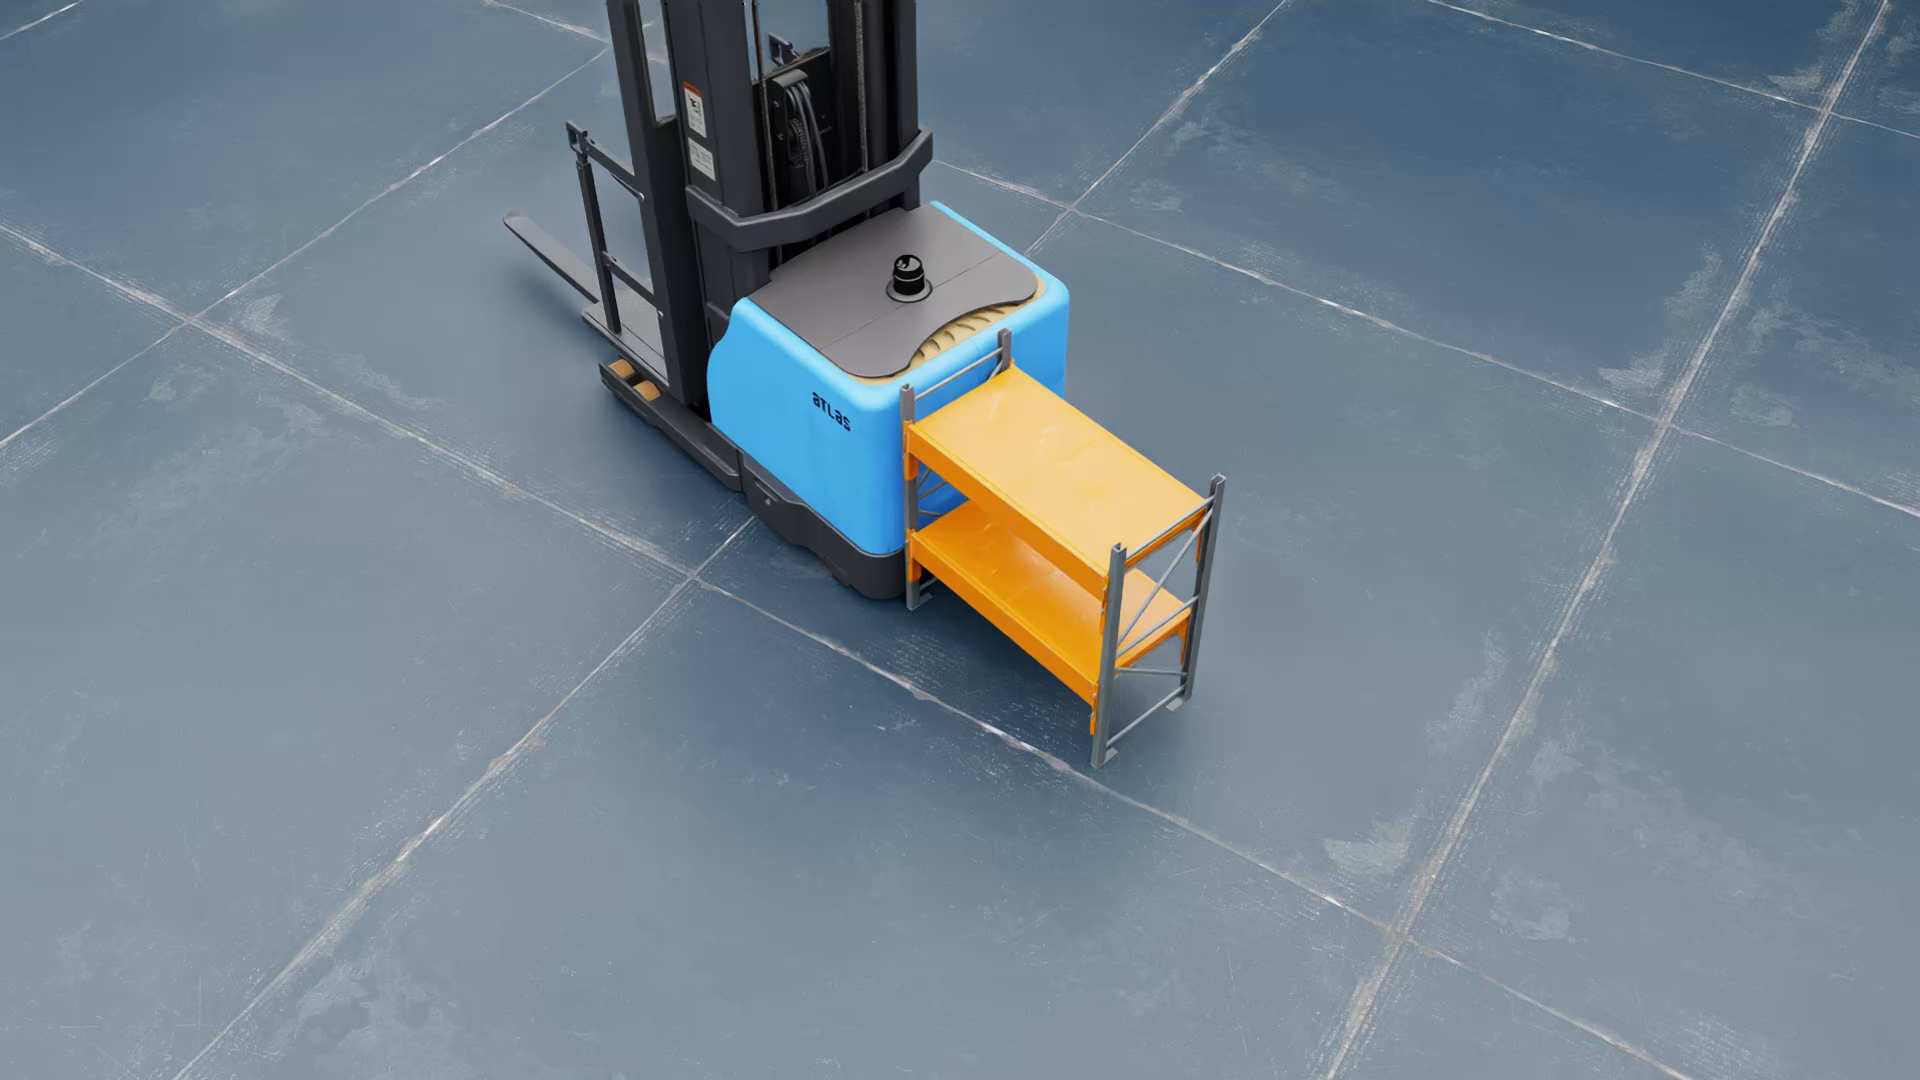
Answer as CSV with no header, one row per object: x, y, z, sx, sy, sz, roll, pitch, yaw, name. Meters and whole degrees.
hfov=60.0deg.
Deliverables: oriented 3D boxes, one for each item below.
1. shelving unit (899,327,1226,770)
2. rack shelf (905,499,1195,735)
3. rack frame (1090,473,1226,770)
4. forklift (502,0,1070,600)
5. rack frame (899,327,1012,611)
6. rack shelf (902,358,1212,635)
0.326,0.031,5.936,0.538,1.125,1.048,-33,54,-28,shelving unit
0.326,0.201,6.111,0.538,0.278,1.000,-33,54,-28,rack shelf
0.665,0.303,5.671,0.500,1.125,0.032,-33,54,-28,rack frame
-0.933,-1.767,6.424,1.130,2.935,3.031,-33,54,-28,forklift
-0.012,-0.241,6.200,0.500,1.125,0.032,-33,54,-28,rack frame
0.326,-0.173,5.726,0.538,0.278,1.000,-33,54,-28,rack shelf
